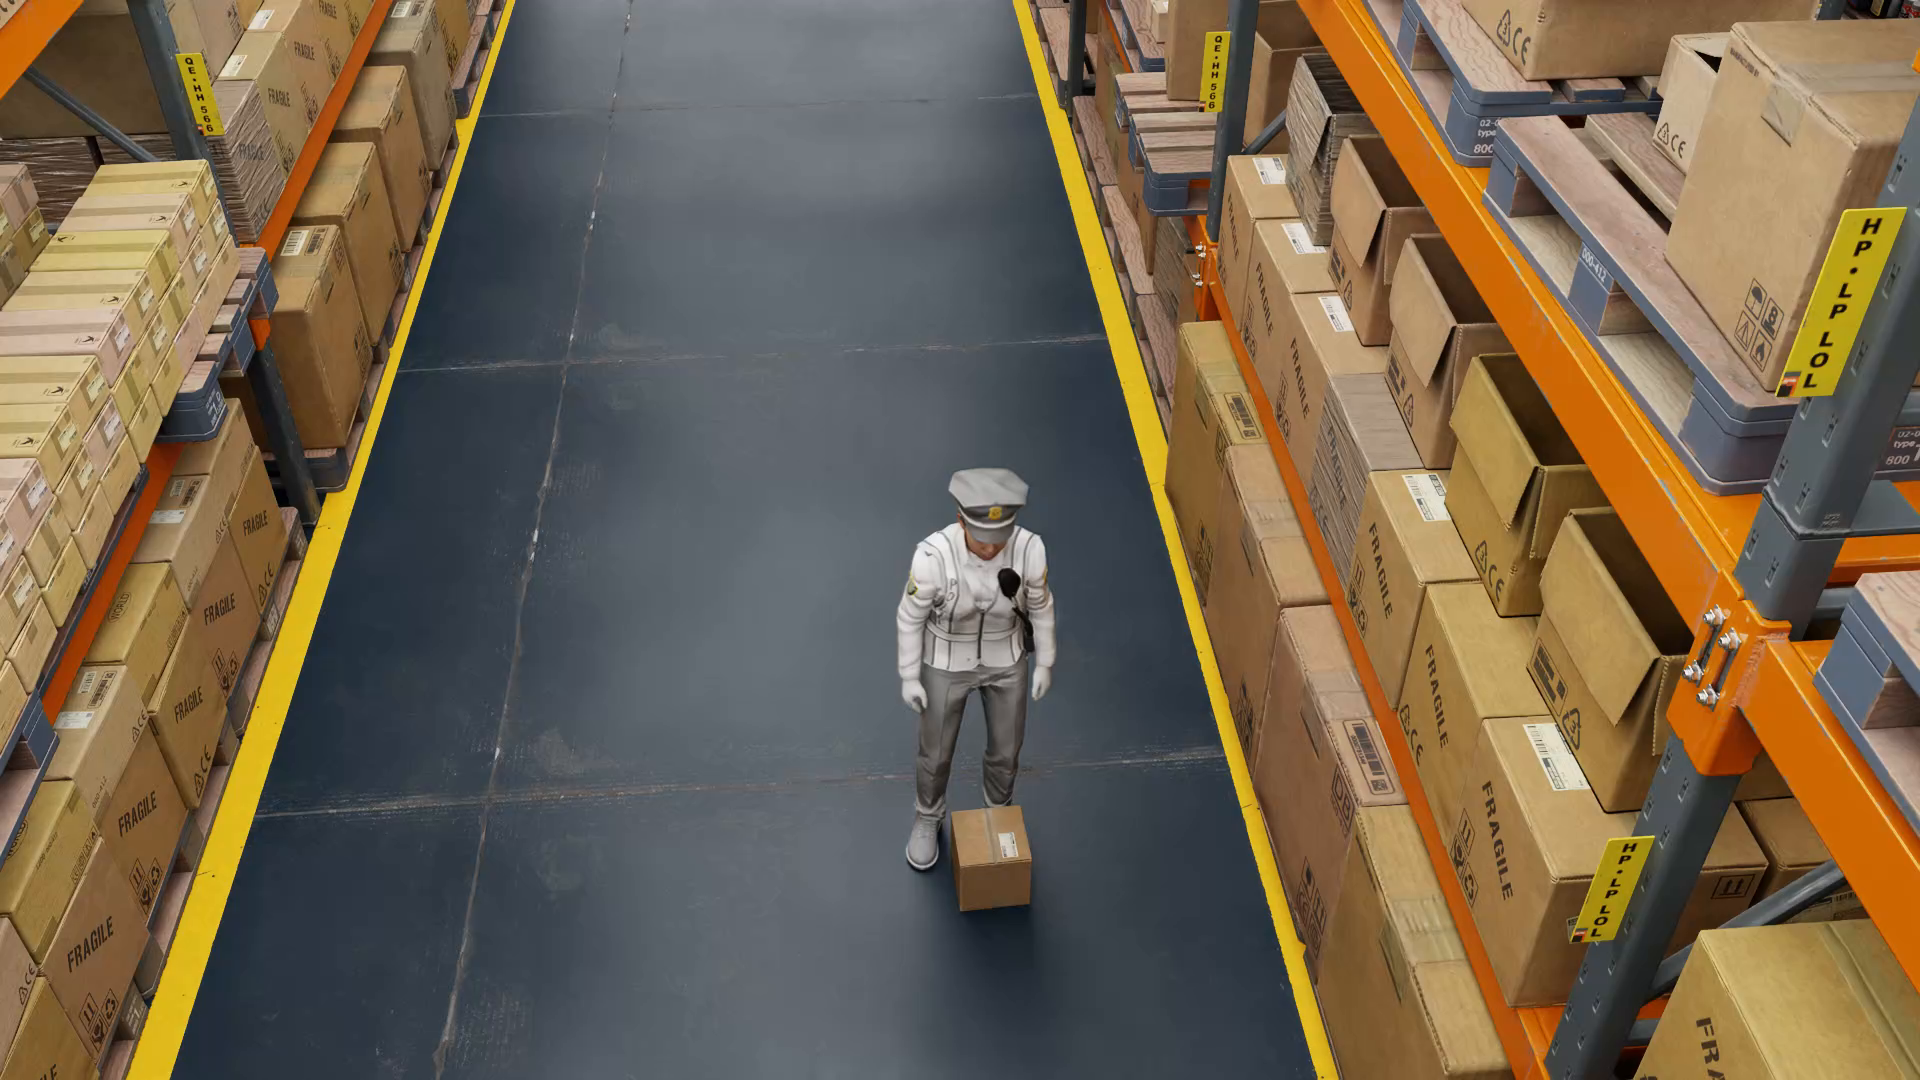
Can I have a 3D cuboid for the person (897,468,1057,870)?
[{"bbox_3d":[0.059,0.434,5.623,0.539,1.663,0.377,-5,40,-6],"label":"person"}]
